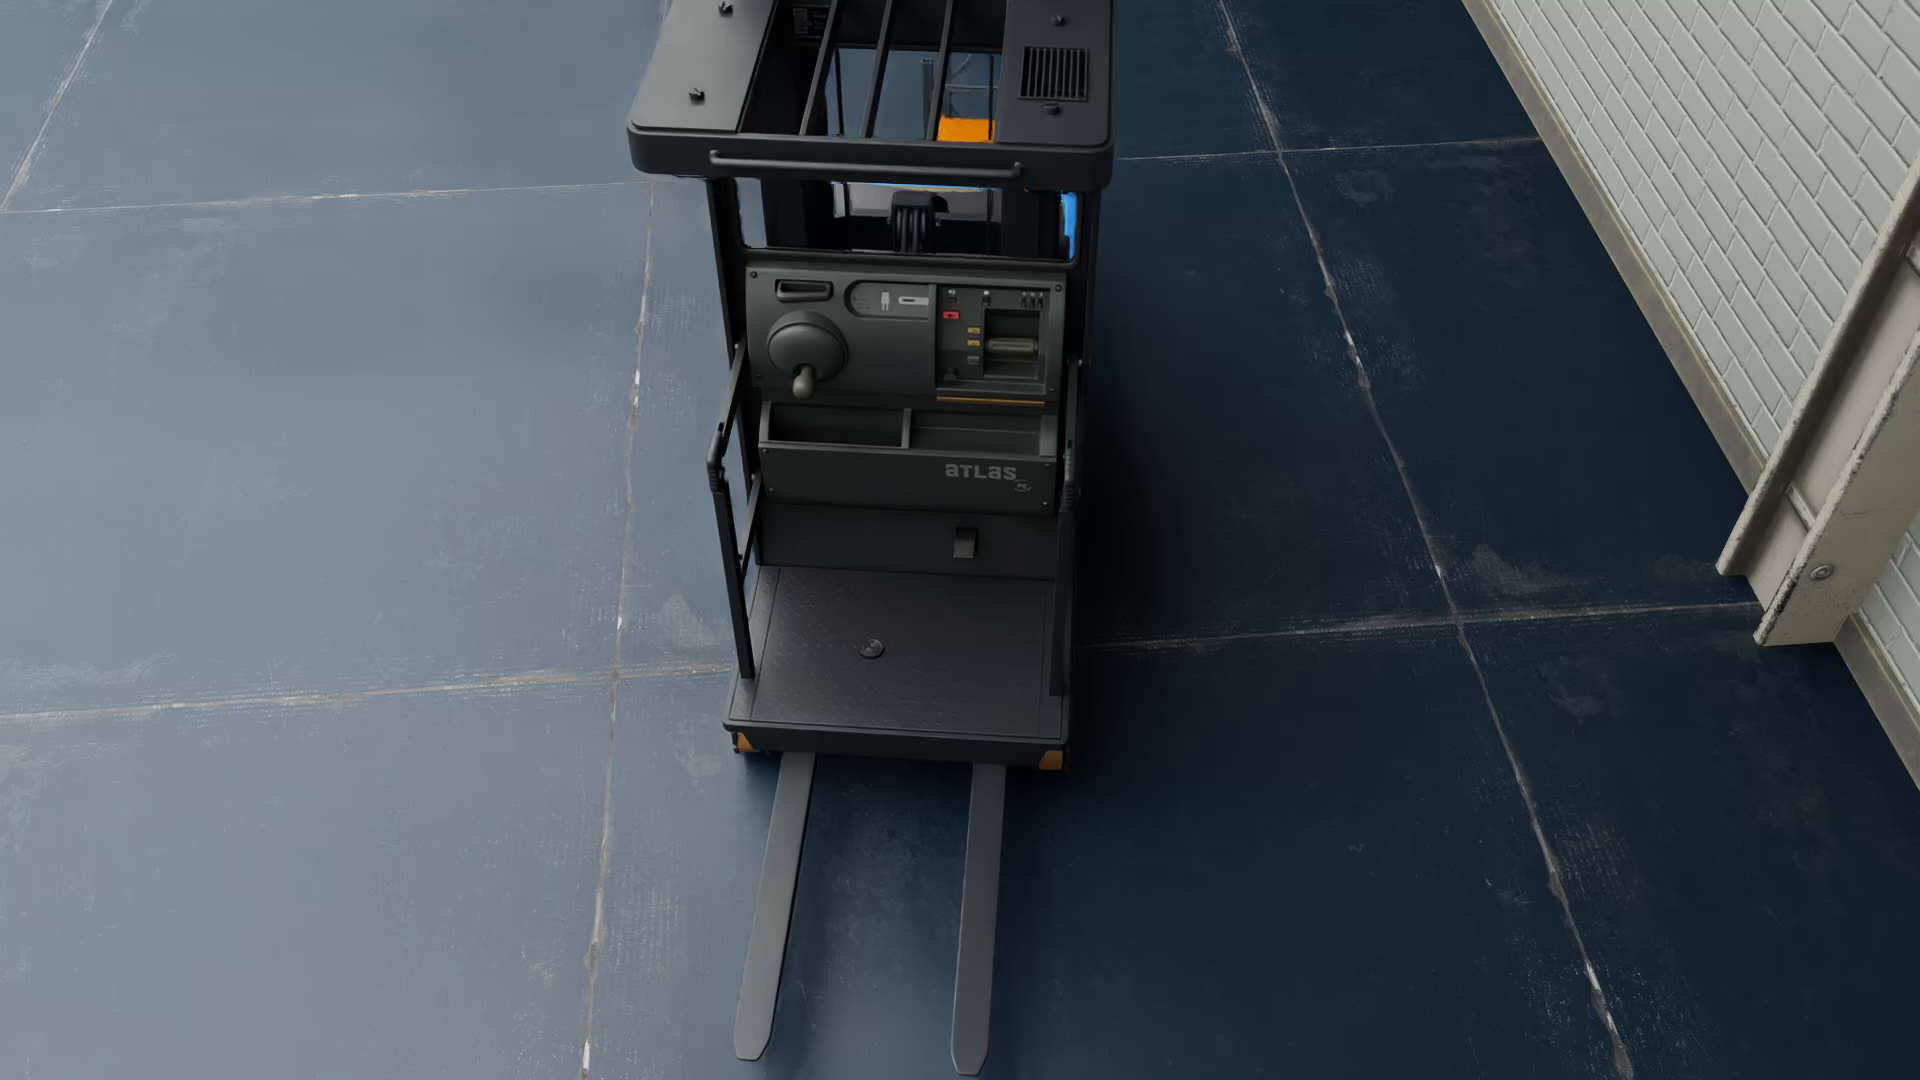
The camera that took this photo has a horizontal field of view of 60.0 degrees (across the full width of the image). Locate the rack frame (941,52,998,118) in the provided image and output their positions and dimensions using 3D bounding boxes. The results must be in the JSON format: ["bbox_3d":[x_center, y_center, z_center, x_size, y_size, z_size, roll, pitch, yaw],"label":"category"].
[{"bbox_3d":[0.168,-1.878,6.996,0.500,1.500,0.032,2,47,2],"label":"rack frame"}]

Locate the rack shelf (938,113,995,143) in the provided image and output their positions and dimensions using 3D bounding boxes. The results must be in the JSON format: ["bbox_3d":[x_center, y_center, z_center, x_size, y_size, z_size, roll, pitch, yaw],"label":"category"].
[{"bbox_3d":[0.141,-1.386,6.777,0.538,0.185,1.000,2,47,2],"label":"rack shelf"}]

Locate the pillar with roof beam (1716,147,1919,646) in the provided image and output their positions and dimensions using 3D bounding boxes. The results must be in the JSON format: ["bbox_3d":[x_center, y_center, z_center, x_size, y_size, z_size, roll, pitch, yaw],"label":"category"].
[{"bbox_3d":[-1.321,-2.610,2.524,9.100,9.000,0.400,-3,47,-3],"label":"pillar with roof beam"}]

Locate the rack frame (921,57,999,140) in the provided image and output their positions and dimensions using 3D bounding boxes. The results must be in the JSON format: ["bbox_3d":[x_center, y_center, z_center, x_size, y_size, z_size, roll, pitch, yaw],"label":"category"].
[{"bbox_3d":[0.114,-1.141,6.298,0.500,1.500,0.032,2,47,2],"label":"rack frame"}]

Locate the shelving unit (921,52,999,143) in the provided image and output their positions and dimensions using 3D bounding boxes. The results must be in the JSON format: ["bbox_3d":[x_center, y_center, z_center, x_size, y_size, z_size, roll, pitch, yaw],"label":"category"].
[{"bbox_3d":[0.141,-1.503,6.641,0.587,1.500,1.083,2,47,2],"label":"shelving unit"}]

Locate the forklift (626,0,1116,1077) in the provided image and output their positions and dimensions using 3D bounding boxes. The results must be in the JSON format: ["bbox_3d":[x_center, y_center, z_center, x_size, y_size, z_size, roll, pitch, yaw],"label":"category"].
[{"bbox_3d":[-0.173,-0.501,4.706,1.130,2.935,3.031,3,47,3],"label":"forklift"}]
